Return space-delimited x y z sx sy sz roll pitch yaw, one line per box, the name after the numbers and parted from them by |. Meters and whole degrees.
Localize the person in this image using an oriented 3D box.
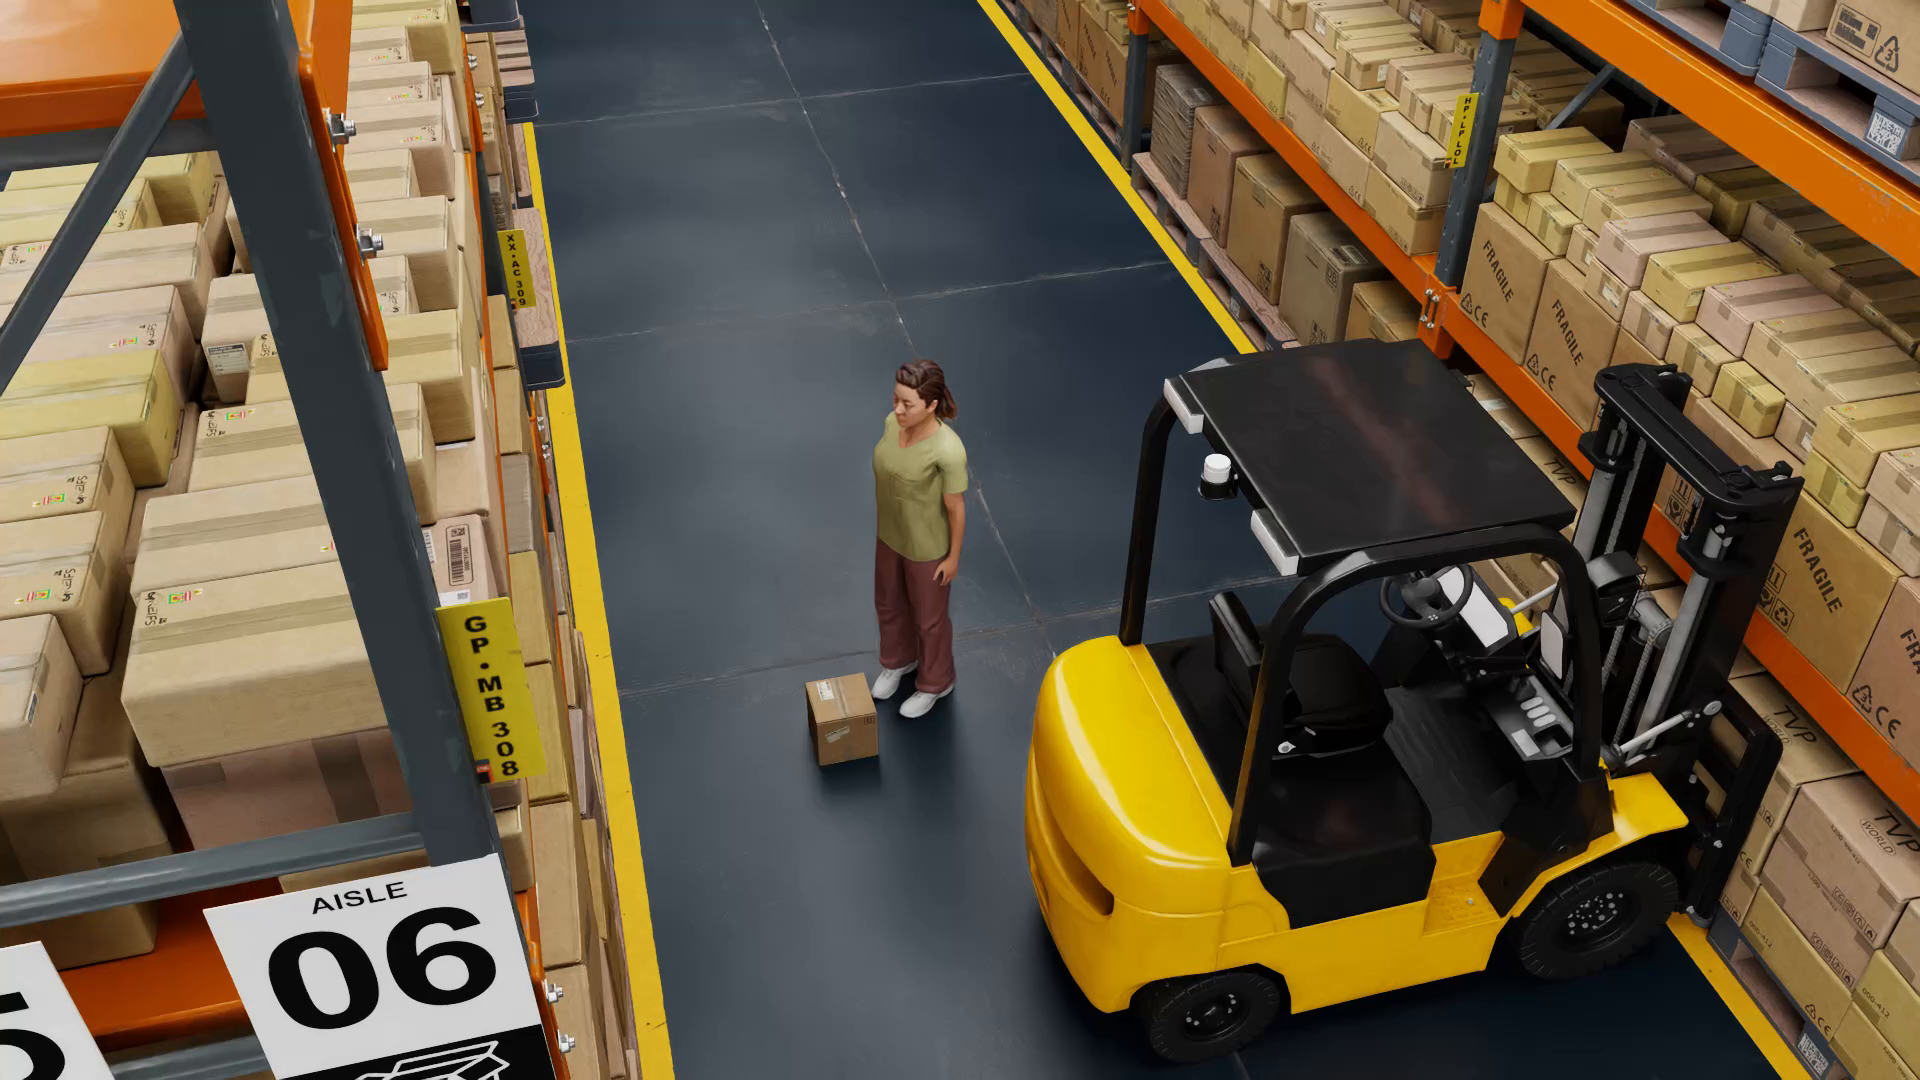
-0.170 0.005 6.715 0.373 1.674 0.447 -30 47 -32 | person
